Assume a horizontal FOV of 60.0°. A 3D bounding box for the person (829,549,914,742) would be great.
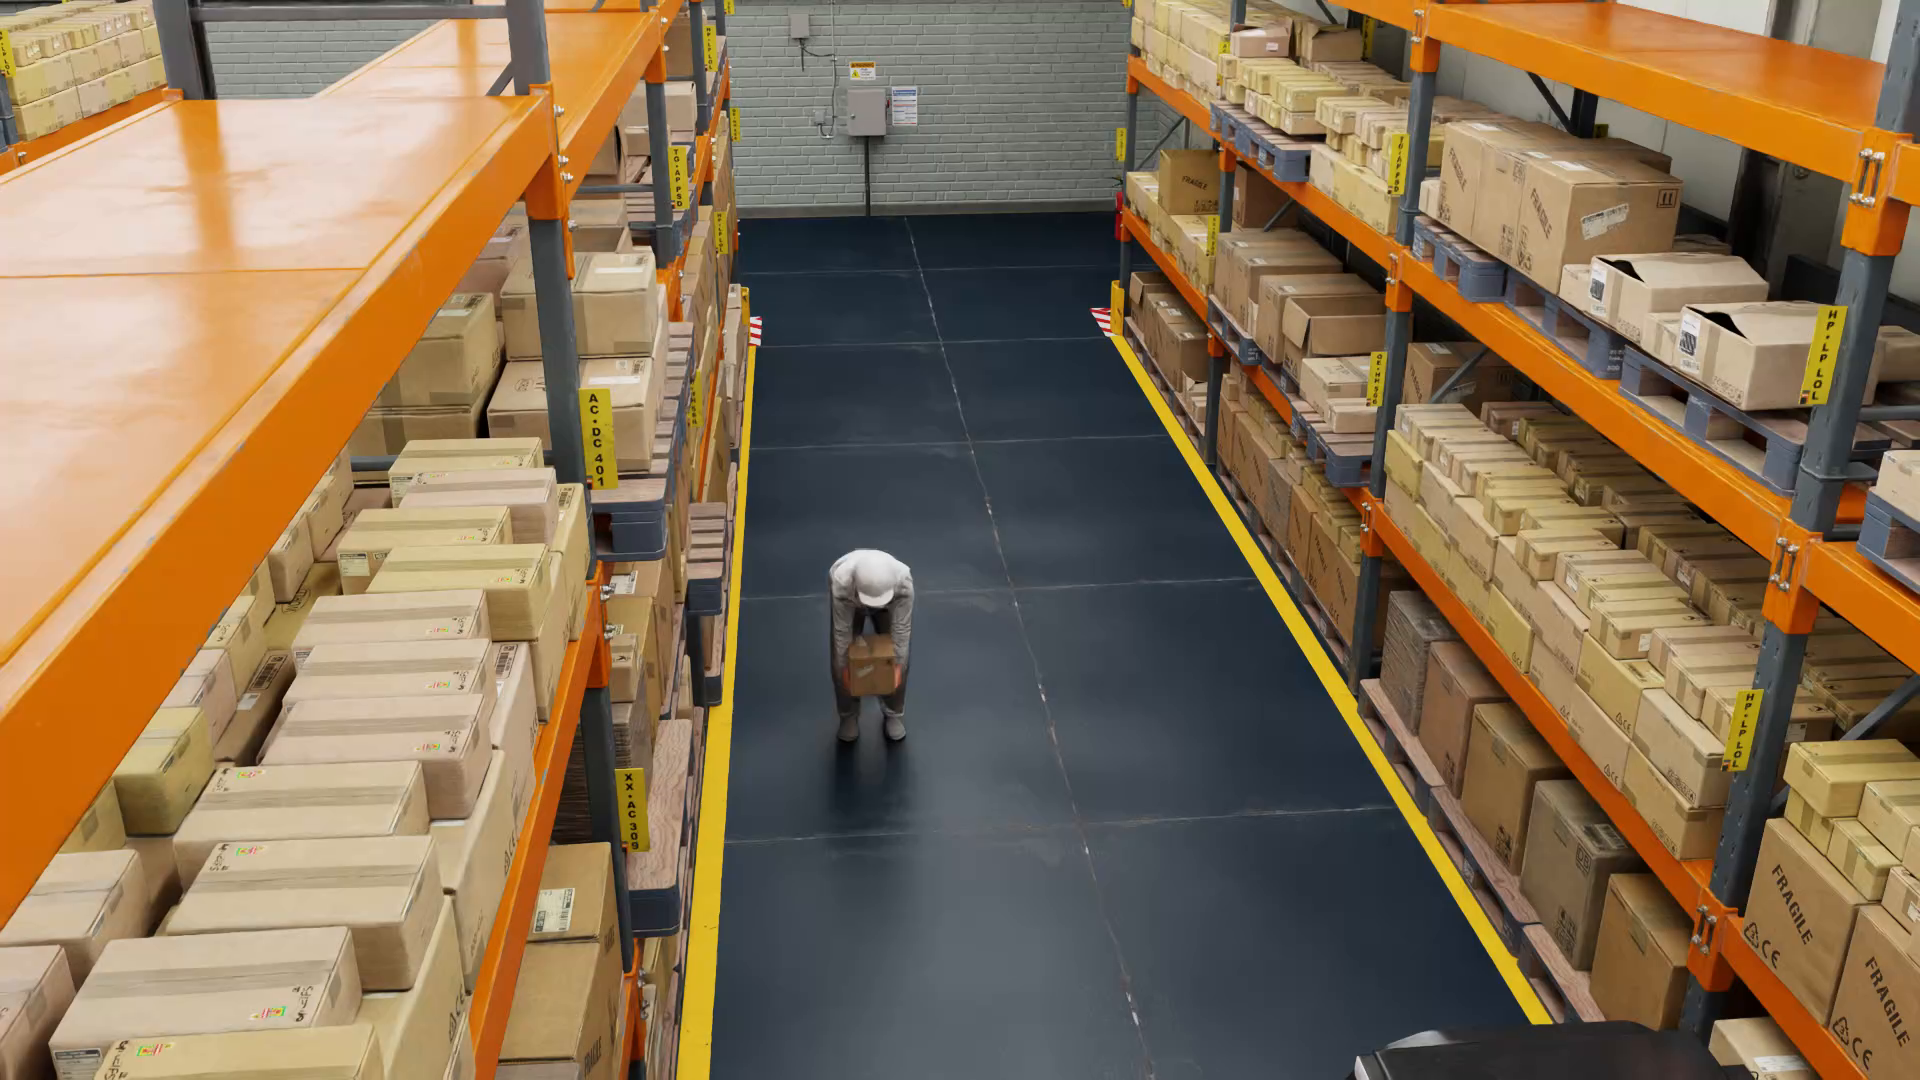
[{"bbox_3d":[-0.500,0.578,9.452,0.475,1.390,0.920,-2,24,-5],"label":"person"}]
